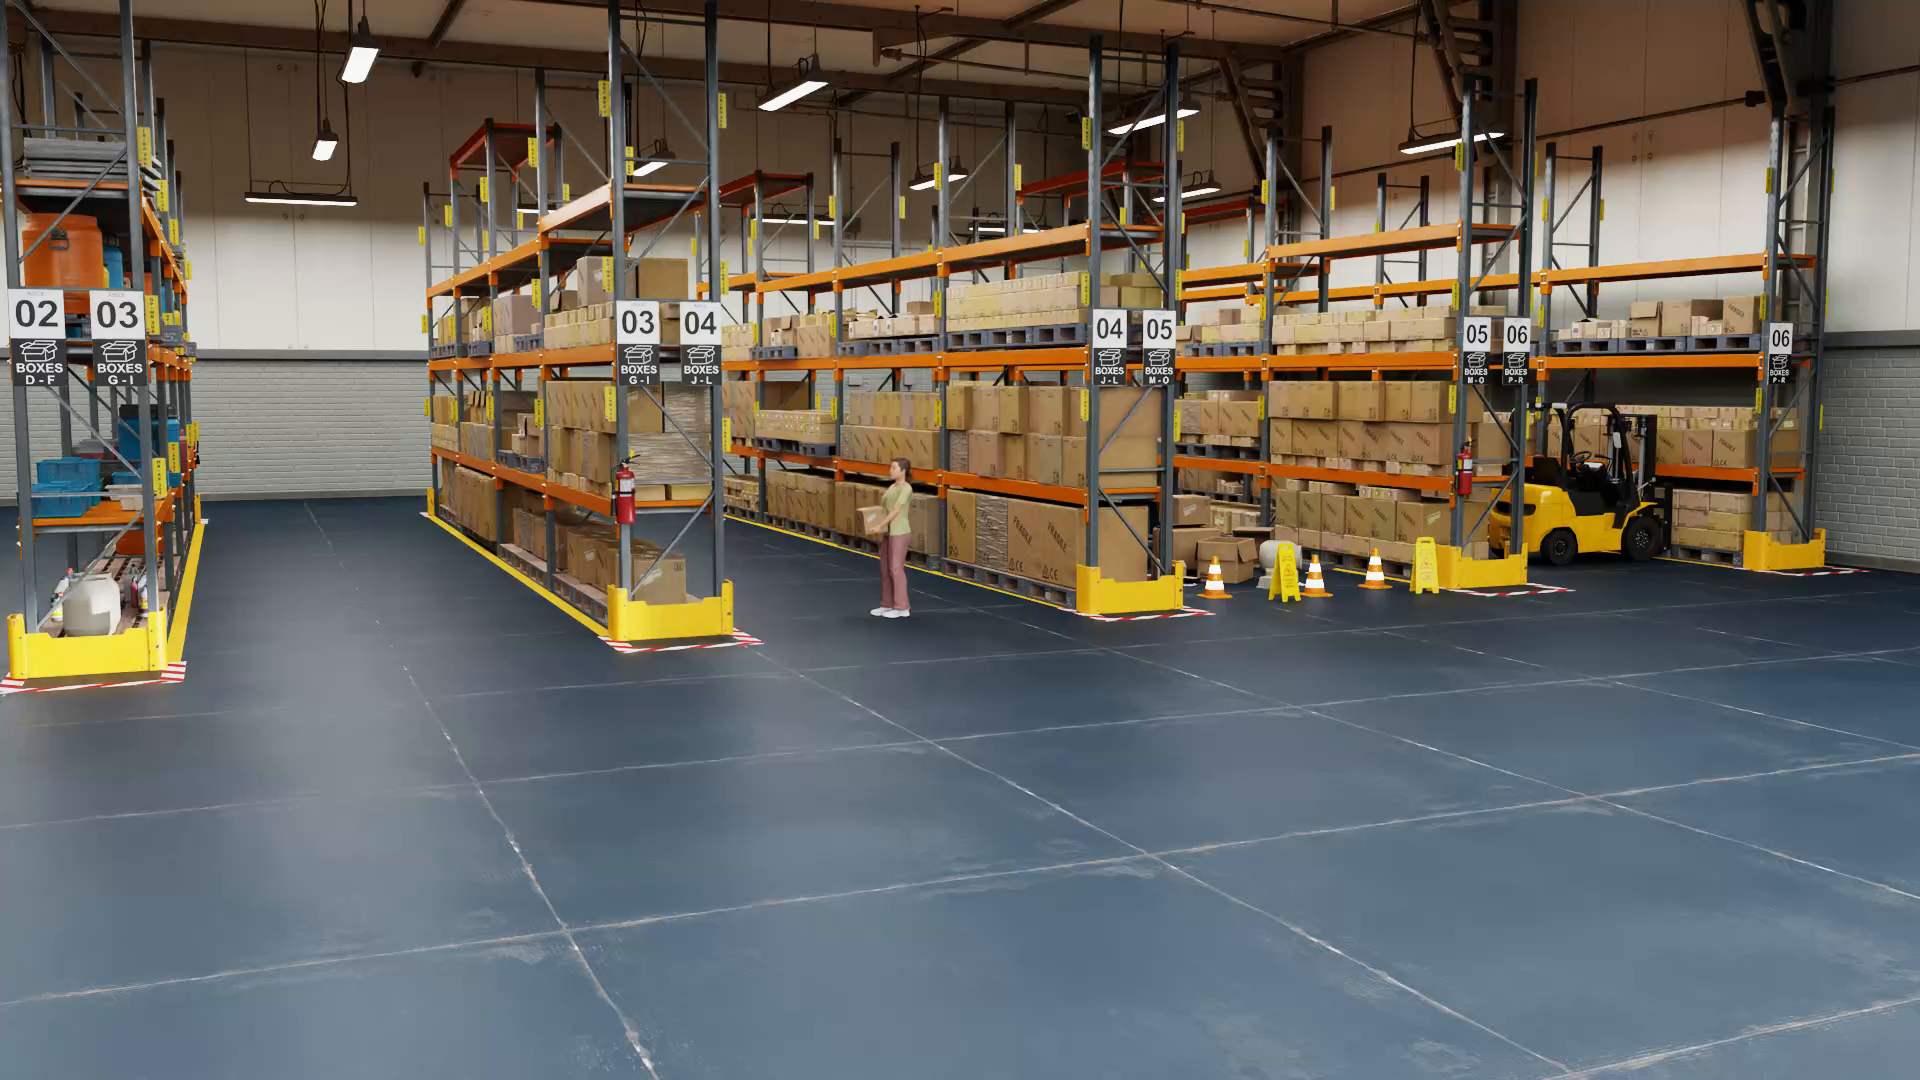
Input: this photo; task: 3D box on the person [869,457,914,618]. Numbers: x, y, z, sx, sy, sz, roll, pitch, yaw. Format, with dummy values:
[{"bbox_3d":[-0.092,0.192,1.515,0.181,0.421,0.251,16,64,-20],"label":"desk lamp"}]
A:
[{"bbox_3d":[-0.736,-0.030,17.349,0.554,1.666,0.425,-2,6,-23],"label":"person"}]
